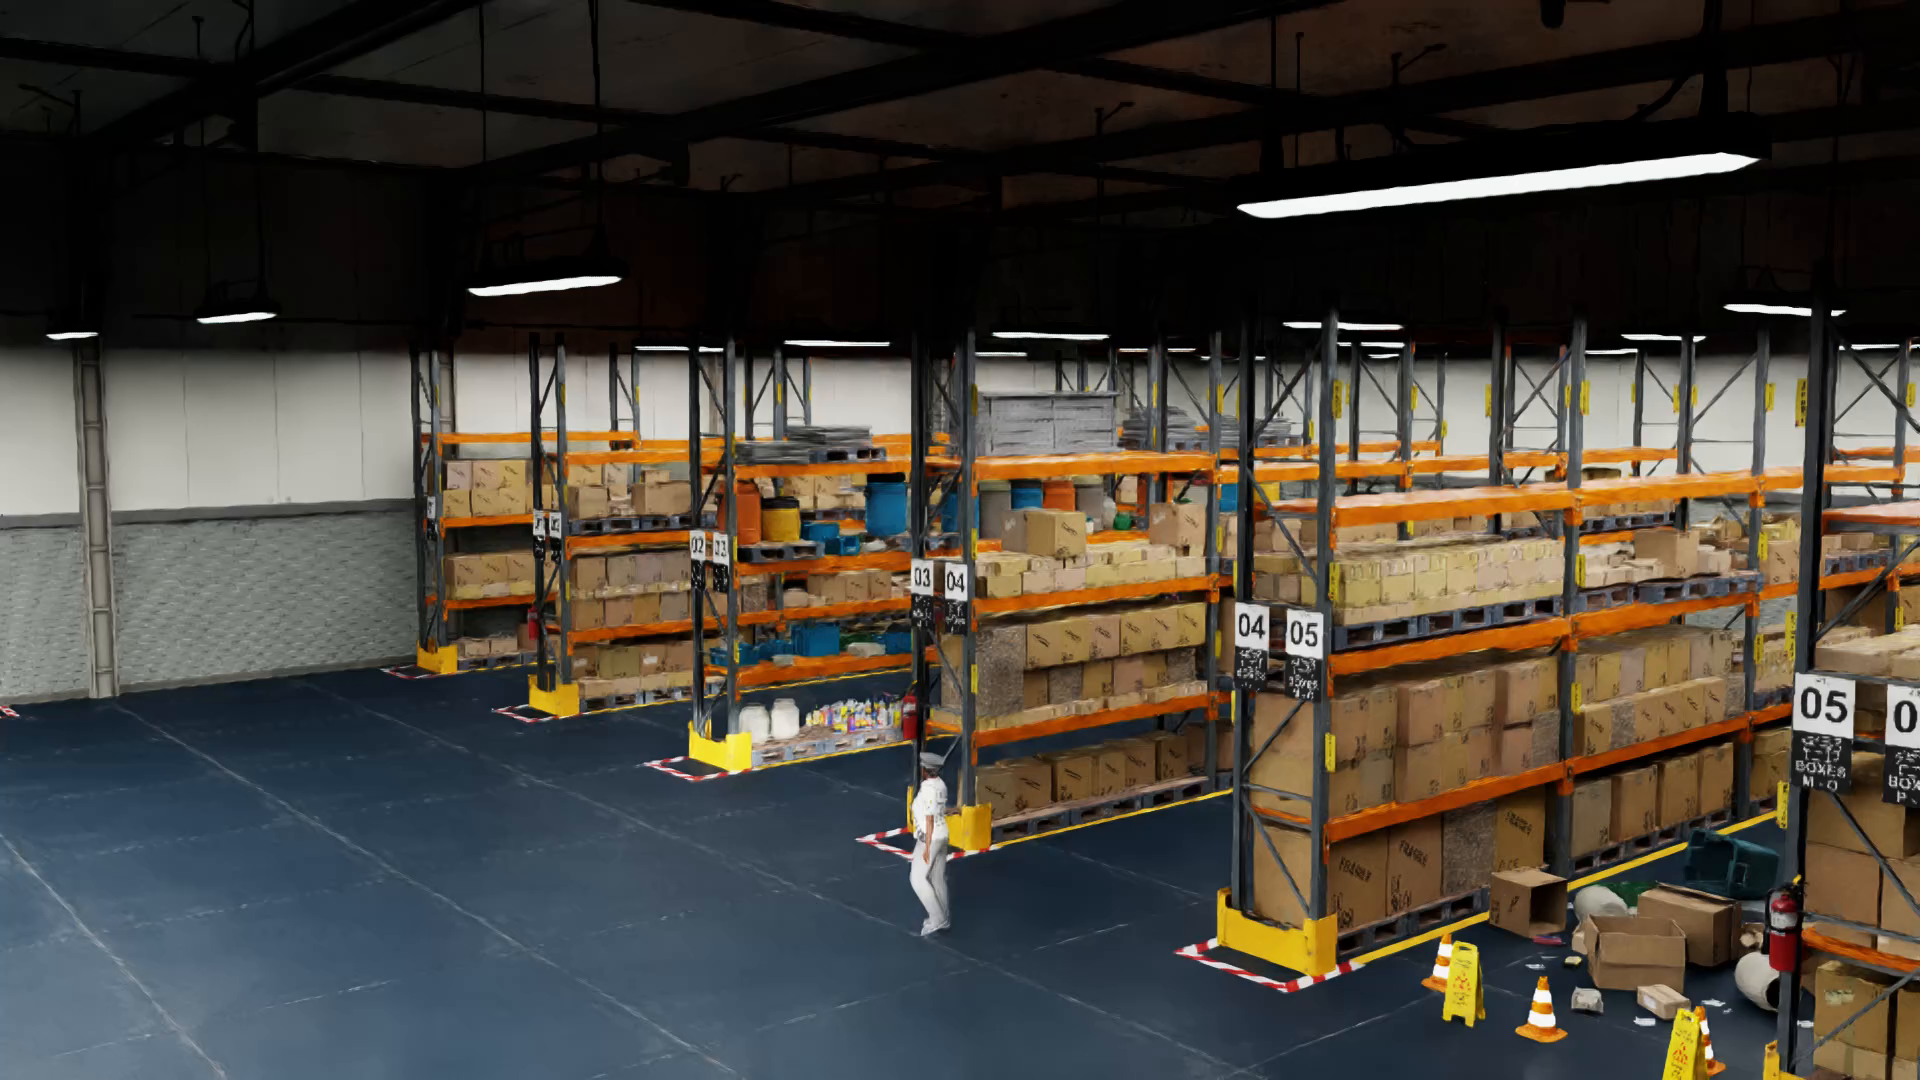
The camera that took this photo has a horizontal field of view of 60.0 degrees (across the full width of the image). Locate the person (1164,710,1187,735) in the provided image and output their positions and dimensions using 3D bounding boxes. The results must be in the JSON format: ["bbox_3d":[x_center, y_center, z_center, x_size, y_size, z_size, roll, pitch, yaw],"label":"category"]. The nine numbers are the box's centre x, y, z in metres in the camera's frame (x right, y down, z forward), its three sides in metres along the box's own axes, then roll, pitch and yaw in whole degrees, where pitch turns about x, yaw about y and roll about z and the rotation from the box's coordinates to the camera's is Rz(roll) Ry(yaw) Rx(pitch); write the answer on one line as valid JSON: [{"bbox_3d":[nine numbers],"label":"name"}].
[{"bbox_3d":[3.014,2.123,23.709,0.542,1.715,0.682,-5,7,-41],"label":"person"}]

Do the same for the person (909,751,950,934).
[{"bbox_3d":[-0.269,2.866,15.783,0.389,1.669,0.562,2,6,19],"label":"person"}]
